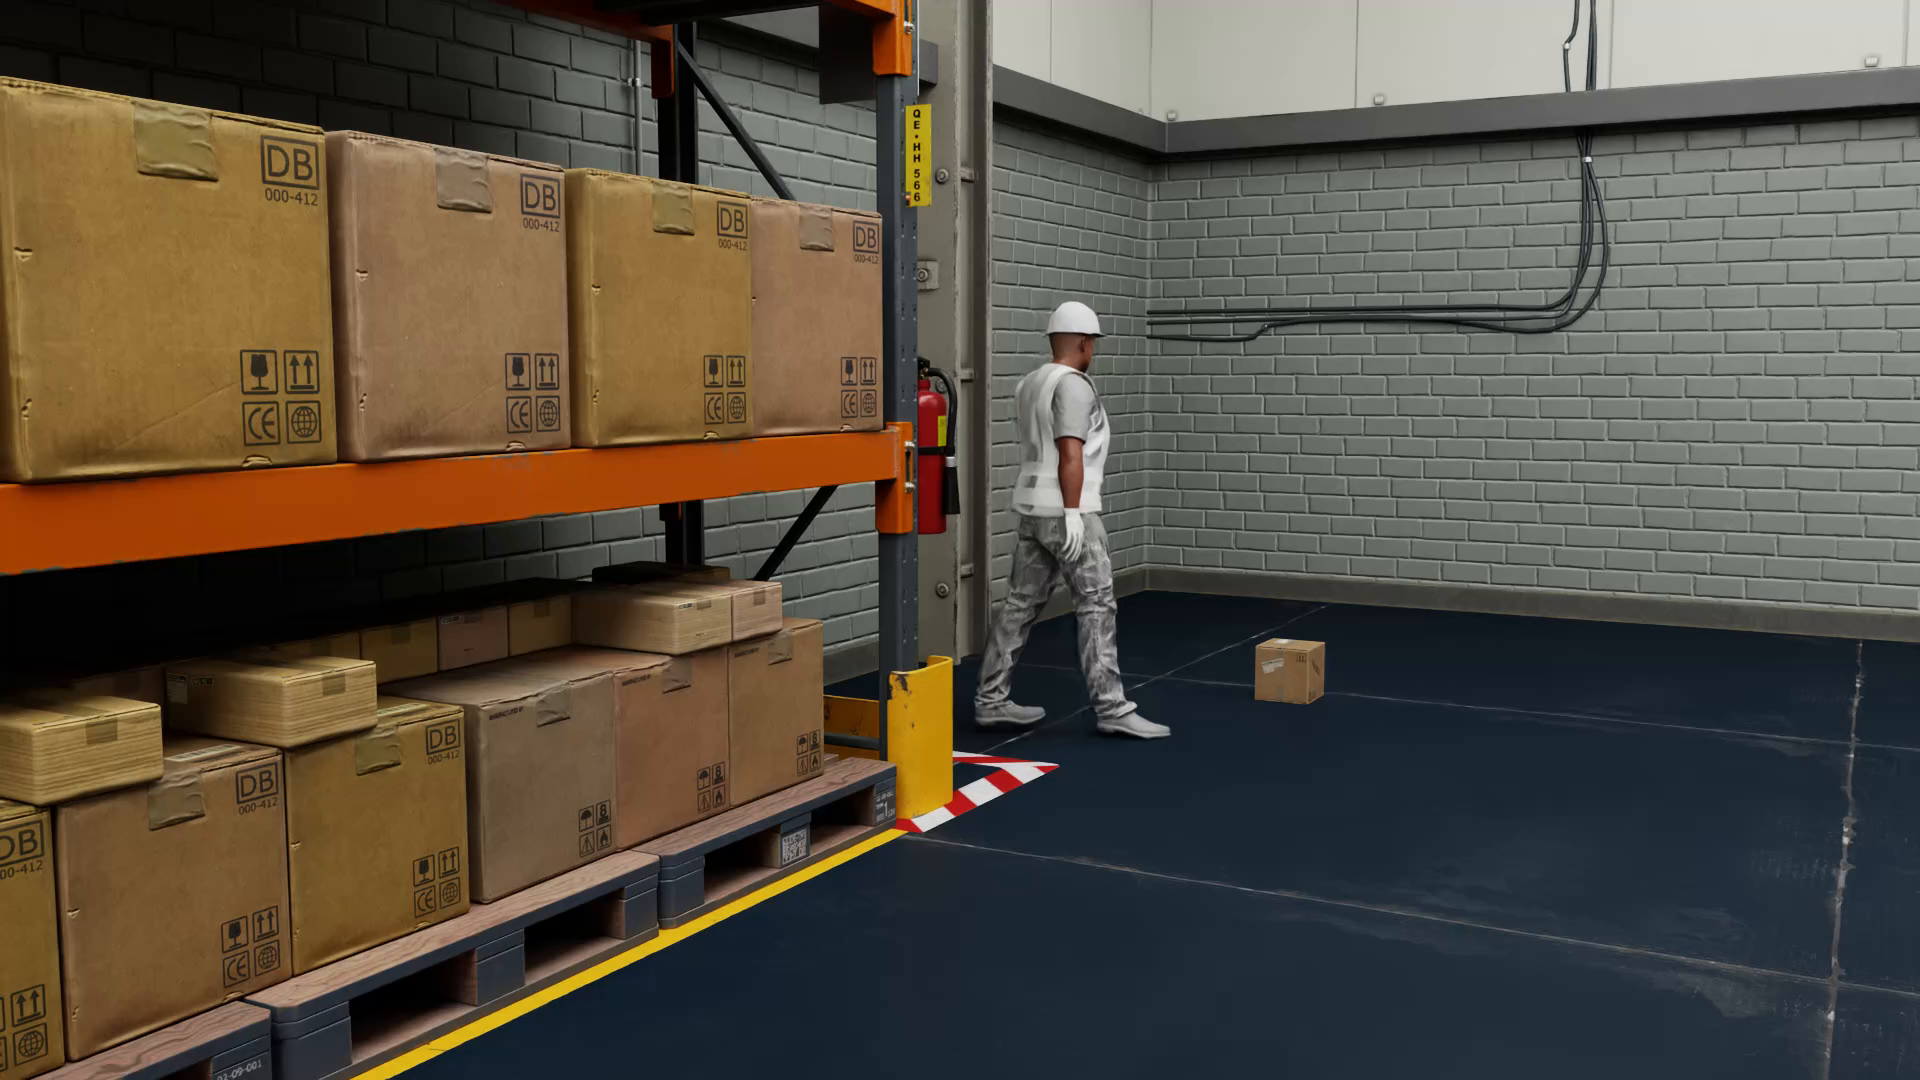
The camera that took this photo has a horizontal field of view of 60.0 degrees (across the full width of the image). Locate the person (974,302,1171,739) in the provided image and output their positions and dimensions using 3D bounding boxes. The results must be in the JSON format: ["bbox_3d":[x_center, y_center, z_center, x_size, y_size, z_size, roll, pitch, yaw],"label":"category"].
[{"bbox_3d":[0.425,-0.088,6.872,0.725,1.780,0.635,-2,6,-20],"label":"person"}]
